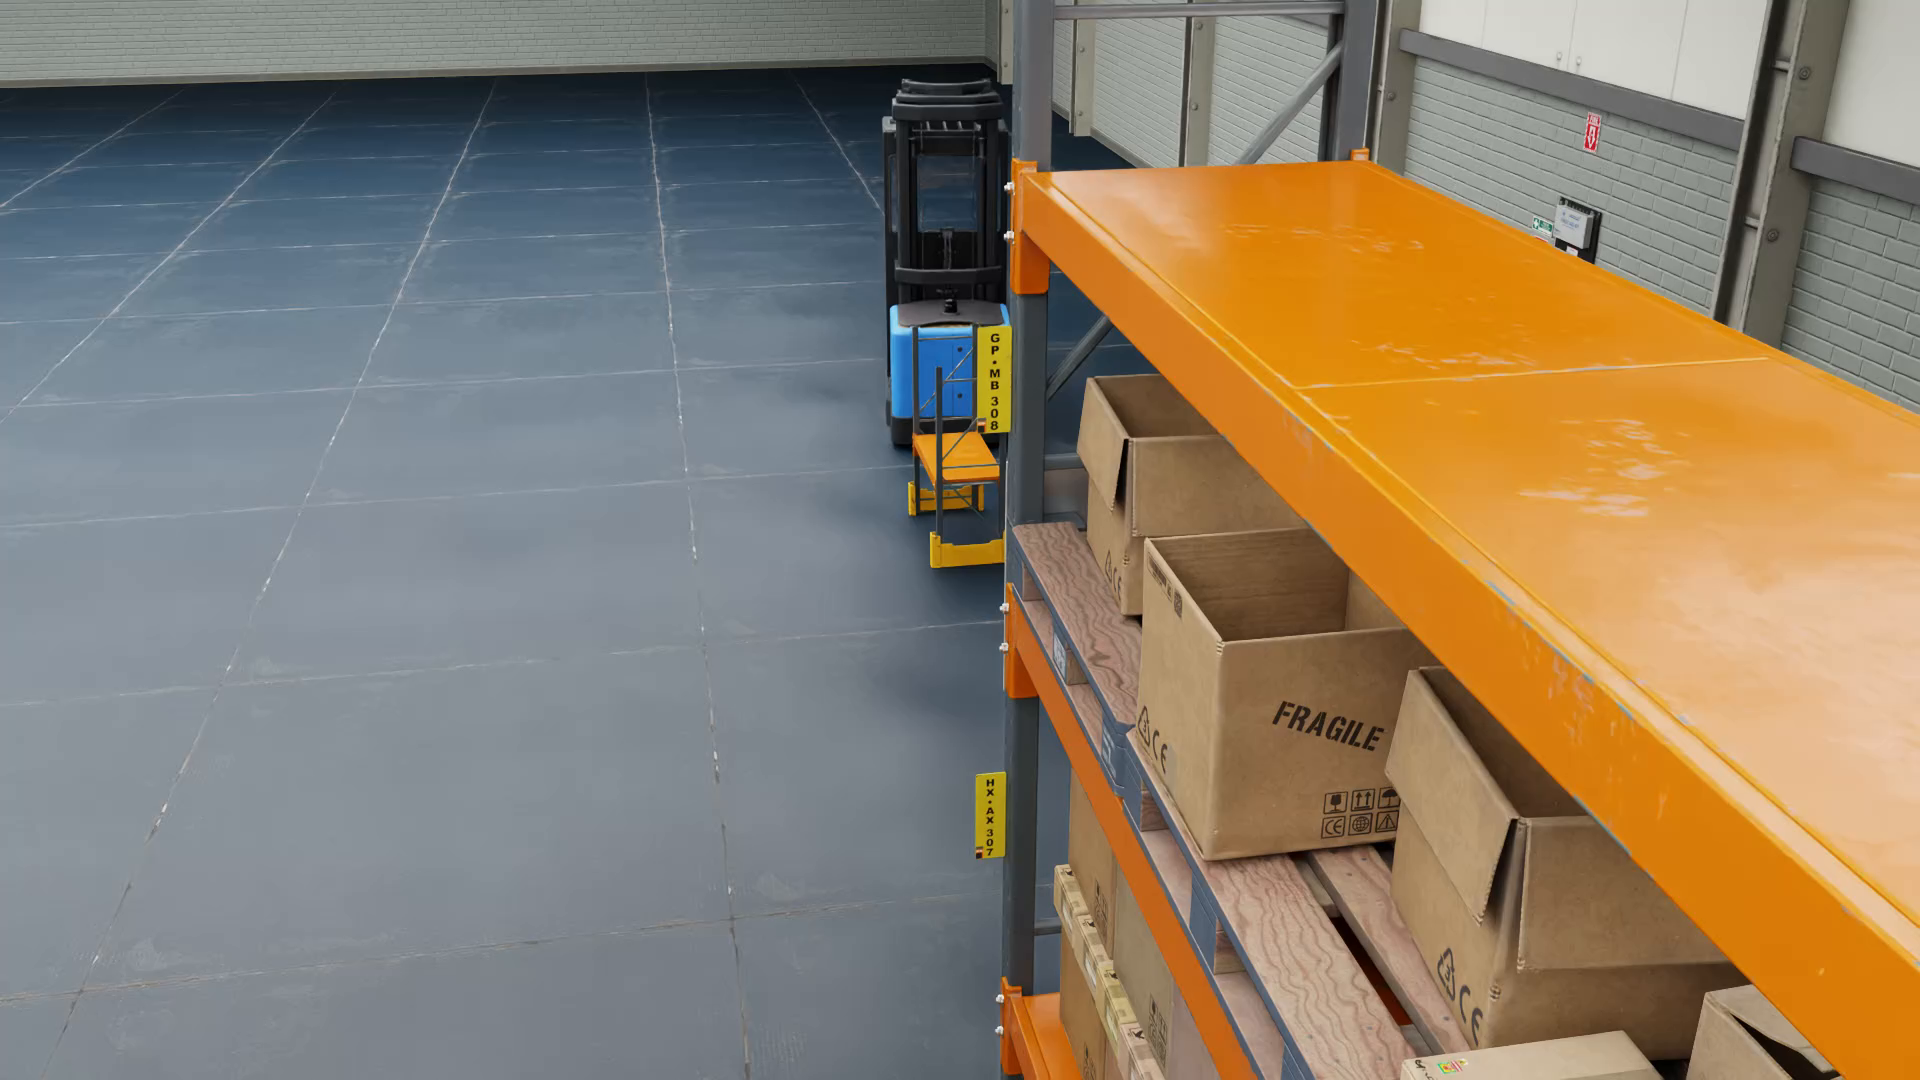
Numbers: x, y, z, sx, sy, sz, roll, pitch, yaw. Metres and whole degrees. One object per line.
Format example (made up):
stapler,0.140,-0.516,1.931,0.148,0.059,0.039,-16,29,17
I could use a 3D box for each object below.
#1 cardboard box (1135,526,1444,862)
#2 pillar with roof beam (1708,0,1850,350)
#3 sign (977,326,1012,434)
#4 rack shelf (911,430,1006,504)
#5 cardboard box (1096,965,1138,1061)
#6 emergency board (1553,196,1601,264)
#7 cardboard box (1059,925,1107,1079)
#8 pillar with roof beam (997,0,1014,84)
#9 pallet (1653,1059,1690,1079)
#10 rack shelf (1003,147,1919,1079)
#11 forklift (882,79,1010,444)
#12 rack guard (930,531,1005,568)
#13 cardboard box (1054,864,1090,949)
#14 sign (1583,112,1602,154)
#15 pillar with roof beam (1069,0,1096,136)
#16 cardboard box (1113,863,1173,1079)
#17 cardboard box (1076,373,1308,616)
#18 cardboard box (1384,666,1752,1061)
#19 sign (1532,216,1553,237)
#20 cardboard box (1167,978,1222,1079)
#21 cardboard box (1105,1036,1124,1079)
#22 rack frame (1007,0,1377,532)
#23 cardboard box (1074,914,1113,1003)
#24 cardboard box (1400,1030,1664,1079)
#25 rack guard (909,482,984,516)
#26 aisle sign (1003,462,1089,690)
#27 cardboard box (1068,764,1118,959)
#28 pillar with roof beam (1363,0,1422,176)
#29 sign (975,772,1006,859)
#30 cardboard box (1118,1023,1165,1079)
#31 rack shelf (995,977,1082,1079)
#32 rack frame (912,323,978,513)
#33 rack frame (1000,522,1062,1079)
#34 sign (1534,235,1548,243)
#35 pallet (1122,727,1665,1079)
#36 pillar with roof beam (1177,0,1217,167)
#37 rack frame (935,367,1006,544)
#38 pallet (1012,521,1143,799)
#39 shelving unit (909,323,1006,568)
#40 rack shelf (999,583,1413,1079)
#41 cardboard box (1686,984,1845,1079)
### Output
cardboard box,0.686,0.300,3.485,0.500,0.500,0.500,-4,24,-10
pillar with roof beam,1.154,-3.643,9.591,9.100,9.000,0.400,-4,24,-10
sign,0.101,-0.469,4.879,0.100,0.325,0.005,-4,24,-10
rack shelf,-0.016,-0.556,12.341,0.538,0.185,1.000,-4,24,-10
cardboard box,0.604,1.333,4.757,0.380,0.149,0.250,-4,24,-10
emergency board,4.965,-2.188,13.754,0.194,1.169,0.643,-4,24,-10
cardboard box,0.721,1.443,5.317,0.700,0.500,0.500,-4,24,-10
pillar with roof beam,-3.284,-13.084,31.206,9.100,9.000,0.400,-4,24,-10
pallet,1.204,1.210,2.338,1.003,0.211,1.213,-4,24,-10
rack shelf,1.017,-0.146,2.981,1.077,0.370,4.000,-4,24,-10
forklift,-0.137,-2.705,15.024,1.130,2.935,3.031,-1,24,-3
rack guard,0.078,0.051,12.063,0.587,0.250,0.087,-4,24,-10
cardboard box,0.508,1.131,5.219,0.380,0.149,0.250,-4,24,-10
sign,5.062,-3.261,13.314,0.001,0.298,0.199,-4,24,-10
pillar with roof beam,-2.174,-10.724,25.802,9.100,9.000,0.400,-4,24,-10
cardboard box,0.833,1.075,4.536,0.700,0.500,0.500,-5,24,-11
cardboard box,0.749,-0.148,4.508,0.797,0.503,0.637,-3,24,-6
cardboard box,1.206,0.542,2.928,0.797,0.503,0.637,-2,24,-4
sign,4.957,-2.670,14.150,0.001,0.109,0.331,-4,24,-10
cardboard box,0.927,1.274,4.083,0.700,0.500,0.500,-4,24,-10
cardboard box,0.823,1.649,4.844,0.700,0.500,0.500,-4,24,-8
rack frame,0.647,-1.445,4.558,1.000,3.000,0.127,-4,24,-10
cardboard box,0.560,1.235,4.982,0.380,0.149,0.250,-5,24,-11
cardboard box,0.895,0.907,2.535,0.380,0.149,0.250,-4,24,-10
rack guard,-0.106,-0.340,12.960,0.587,0.250,0.087,-4,24,-10
aisle sign,0.334,0.109,5.246,0.394,0.787,0.004,-4,24,-10
cardboard box,0.731,0.869,5.009,0.700,0.500,0.500,-4,24,-10
pillar with roof beam,0.045,-6.003,14.995,9.100,9.000,0.400,-4,24,-10
sign,0.101,0.910,5.481,0.100,0.325,0.005,-4,24,-10
cardboard box,0.649,1.432,4.530,0.380,0.149,0.250,-5,24,-11
rack shelf,1.017,2.420,4.102,1.077,0.370,4.000,-4,24,-10
rack frame,-0.110,-0.921,12.727,0.500,1.500,0.032,-4,24,-10
rack frame,0.647,1.304,5.759,1.000,3.000,0.127,-4,24,-10
sign,4.965,-2.429,14.262,0.001,0.329,0.234,-4,24,-10
pallet,0.982,0.731,3.434,1.003,0.211,1.213,-4,24,-10
pillar with roof beam,-1.065,-8.363,20.399,9.100,9.000,0.400,-4,24,-10
rack frame,0.078,-0.521,11.811,0.500,1.500,0.032,-4,24,-10
pallet,0.753,0.250,4.535,1.003,0.211,1.213,-4,24,-10
shelving unit,-0.014,-0.717,12.261,0.587,1.500,1.083,-4,24,-10
rack shelf,1.017,1.046,3.502,1.077,0.370,4.000,-4,24,-10
cardboard box,1.453,0.857,2.447,0.500,0.311,0.500,-6,24,-13
